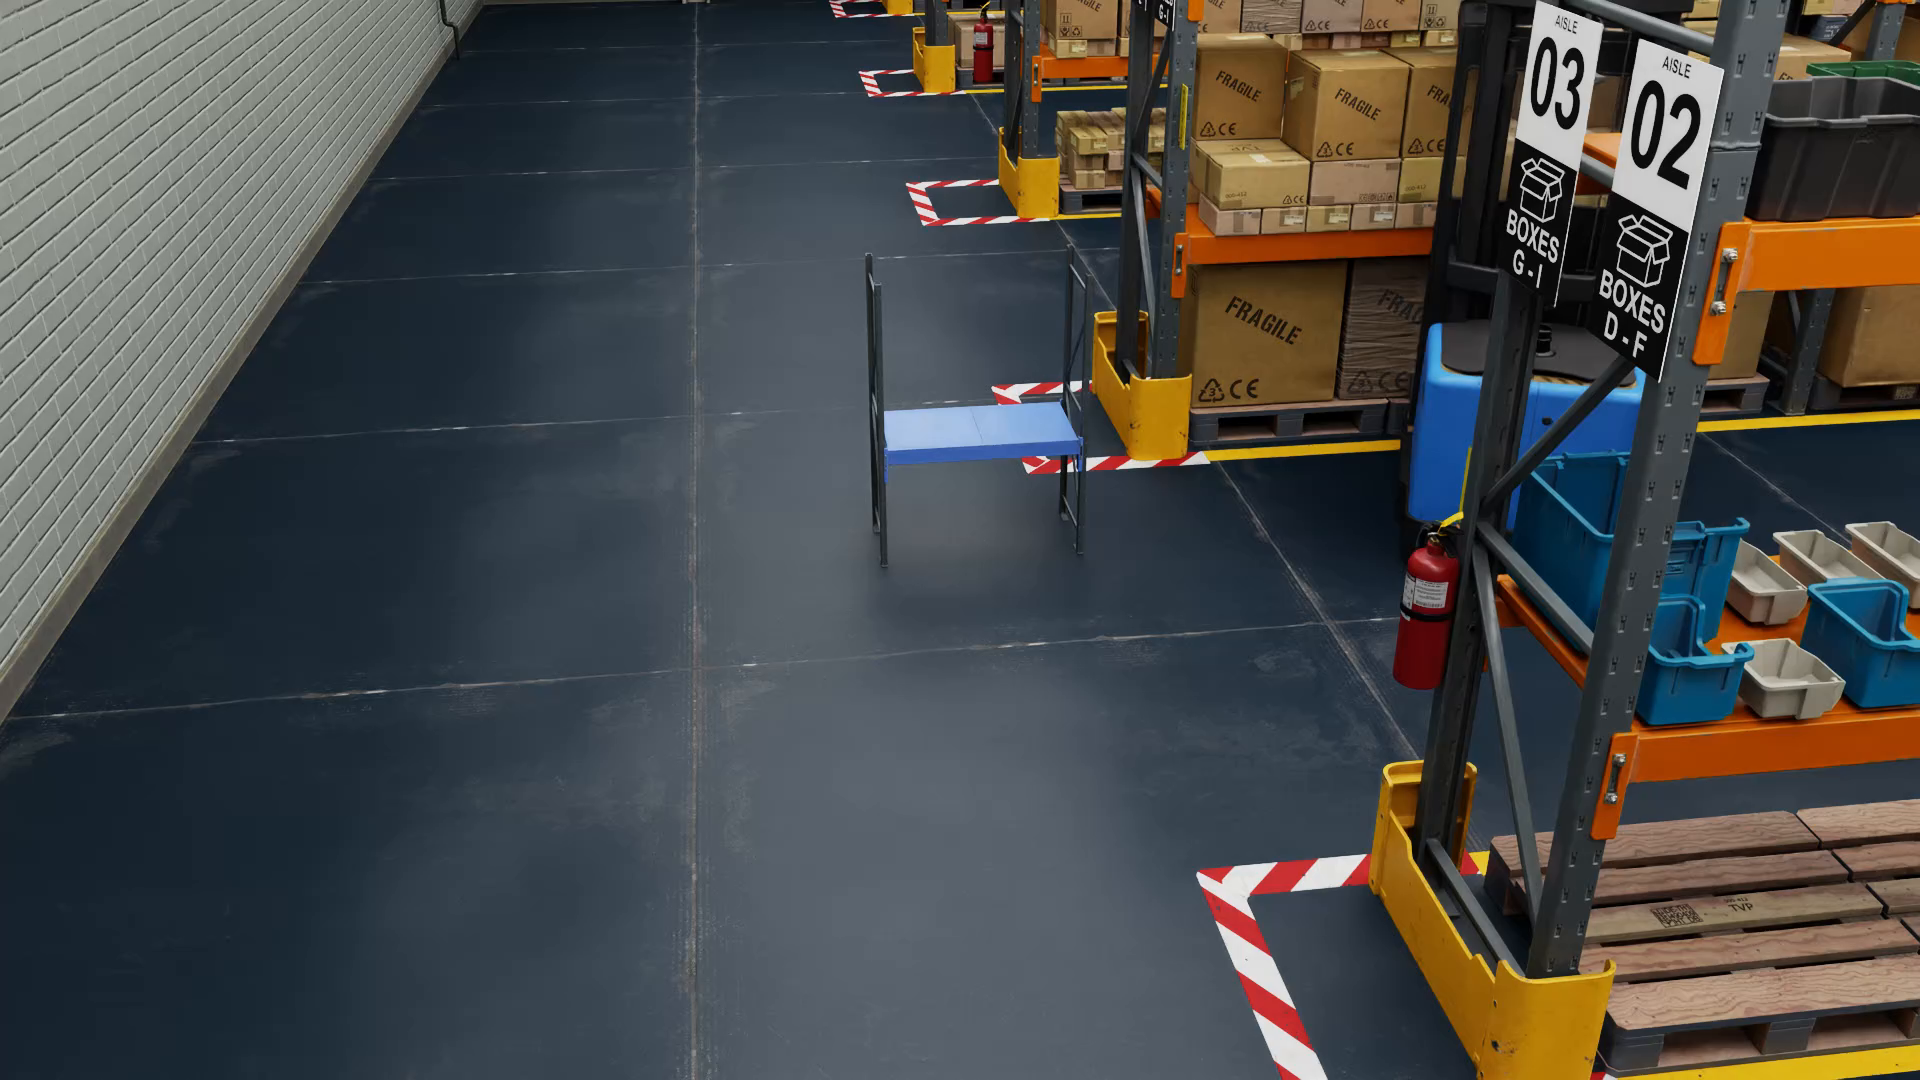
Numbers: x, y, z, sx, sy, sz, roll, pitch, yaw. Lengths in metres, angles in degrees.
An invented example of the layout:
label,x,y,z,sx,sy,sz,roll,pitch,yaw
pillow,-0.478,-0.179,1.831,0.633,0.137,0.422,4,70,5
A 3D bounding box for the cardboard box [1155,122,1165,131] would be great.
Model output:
label,x,y,z,sx,sy,sz,roll,pitch,yaw
cardboard box,1.840,-3.460,14.219,0.250,0.149,0.380,-5,28,-10

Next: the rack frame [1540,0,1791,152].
label,x,y,z,sx,sy,sz,roll,pitch,yaw
rack frame,1.797,-2.495,3.756,0.127,3.000,1.000,-4,27,-7

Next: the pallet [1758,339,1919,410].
label,x,y,z,sx,sy,sz,roll,pitch,yaw
pallet,5.822,-1.162,10.784,1.213,0.211,1.003,-4,27,-7

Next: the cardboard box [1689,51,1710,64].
label,x,y,z,sx,sy,sz,roll,pitch,yaw
cardboard box,4.153,-2.539,9.429,0.500,0.500,0.500,-3,27,-7

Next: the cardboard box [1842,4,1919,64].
label,x,y,z,sx,sy,sz,roll,pitch,yaw
cardboard box,5.699,-2.855,9.820,0.637,0.503,0.797,-4,27,-8

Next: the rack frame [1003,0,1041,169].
label,x,y,z,sx,sy,sz,roll,pitch,yaw
rack frame,0.516,-4.314,13.872,0.127,3.000,1.000,-4,27,-7

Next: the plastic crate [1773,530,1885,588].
label,x,y,z,sx,sy,sz,roll,pitch,yaw
plastic crate,2.868,0.119,5.456,0.243,0.136,0.396,-4,27,-7

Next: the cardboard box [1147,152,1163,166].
label,x,y,z,sx,sy,sz,roll,pitch,yaw
cardboard box,1.580,-3.329,14.290,0.250,0.149,0.380,-3,27,-6

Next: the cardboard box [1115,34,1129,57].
label,x,y,z,sx,sy,sz,roll,pitch,yaw
cardboard box,1.403,-4.102,13.735,0.250,0.149,0.380,-4,27,-9

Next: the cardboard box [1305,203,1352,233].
label,x,y,z,sx,sy,sz,roll,pitch,yaw
cardboard box,2.012,-1.860,9.365,0.250,0.149,0.380,-4,27,-8

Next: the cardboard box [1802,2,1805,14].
label,x,y,z,sx,sy,sz,roll,pitch,yaw
cardboard box,6.999,-4.595,14.235,0.250,0.149,0.380,-5,28,-9

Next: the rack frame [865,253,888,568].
label,x,y,z,sx,sy,sz,roll,pitch,yaw
rack frame,-0.419,-0.640,8.355,0.032,1.500,0.500,-4,27,-7

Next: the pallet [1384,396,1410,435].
label,x,y,z,sx,sy,sz,roll,pitch,yaw
pallet,3.093,-0.987,10.442,1.213,0.211,1.003,-4,27,-7

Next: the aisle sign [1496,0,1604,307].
label,x,y,z,sx,sy,sz,roll,pitch,yaw
aisle sign,1.685,-1.111,4.781,0.004,0.787,0.394,-4,27,-7

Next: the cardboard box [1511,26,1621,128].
label,x,y,z,sx,sy,sz,roll,pitch,yaw
cardboard box,3.555,-2.741,9.823,0.500,0.500,0.500,-5,28,-9

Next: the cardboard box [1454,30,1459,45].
label,x,y,z,sx,sy,sz,roll,pitch,yaw
cardboard box,4.227,-4.333,14.183,0.250,0.149,0.380,-4,27,-8

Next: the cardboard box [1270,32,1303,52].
label,x,y,z,sx,sy,sz,roll,pitch,yaw
cardboard box,2.689,-4.201,13.926,0.250,0.149,0.380,-3,27,-6

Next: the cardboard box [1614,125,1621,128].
label,x,y,z,sx,sy,sz,roll,pitch,yaw
cardboard box,4.073,-2.444,10.067,0.500,0.250,0.500,-4,27,-7

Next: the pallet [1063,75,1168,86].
label,x,y,z,sx,sy,sz,roll,pitch,yaw
pallet,1.713,-5.467,19.173,1.213,0.211,1.003,-4,27,-7

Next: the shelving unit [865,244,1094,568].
label,x,y,z,sx,sy,sz,roll,pitch,yaw
shelving unit,0.084,-0.673,8.418,1.048,1.500,0.538,-4,27,-7

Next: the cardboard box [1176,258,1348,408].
label,x,y,z,sx,sy,sz,roll,pitch,yaw
cardboard box,1.730,-1.384,10.028,0.875,0.875,0.875,-4,27,-7

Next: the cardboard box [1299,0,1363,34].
label,x,y,z,sx,sy,sz,roll,pitch,yaw
cardboard box,3.030,-4.523,13.844,0.500,0.500,0.500,-4,27,-7

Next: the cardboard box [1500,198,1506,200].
label,x,y,z,sx,sy,sz,roll,pitch,yaw
cardboard box,3.028,-1.925,9.492,0.250,0.149,0.380,-4,27,-8

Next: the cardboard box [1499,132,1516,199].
label,x,y,z,sx,sy,sz,roll,pitch,yaw
cardboard box,3.148,-2.141,9.476,0.500,0.250,0.500,-4,27,-8

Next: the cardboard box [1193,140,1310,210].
label,x,y,z,sx,sy,sz,roll,pitch,yaw
cardboard box,1.620,-2.039,9.277,0.500,0.250,0.500,-4,27,-8

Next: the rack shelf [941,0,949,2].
label,x,y,z,sx,sy,sz,roll,pitch,yaw
rack shelf,1.707,-6.352,18.632,4.000,0.370,1.077,-4,27,-7

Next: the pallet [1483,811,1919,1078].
label,x,y,z,sx,sy,sz,roll,pitch,yaw
pallet,2.619,1.380,5.830,1.213,0.211,1.003,-4,27,-7

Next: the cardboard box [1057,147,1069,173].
label,x,y,z,sx,sy,sz,roll,pitch,yaw
cardboard box,1.008,-3.360,14.676,0.250,0.149,0.380,-3,27,-6

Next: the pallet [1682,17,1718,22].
label,x,y,z,sx,sy,sz,roll,pitch,yaw
pallet,6.484,-4.593,14.626,1.213,0.211,1.003,-4,27,-7

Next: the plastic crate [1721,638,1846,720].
label,x,y,z,sx,sy,sz,roll,pitch,yaw
plastic crate,2.417,0.415,4.879,0.298,0.136,0.250,-4,27,-7

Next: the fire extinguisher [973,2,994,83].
label,x,y,z,sx,sy,sz,roll,pitch,yaw
fire extinguisher,0.202,-4.306,14.350,0.183,0.674,0.296,-4,27,-7

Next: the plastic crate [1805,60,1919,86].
label,x,y,z,sx,sy,sz,roll,pitch,yaw
plastic crate,2.734,-1.258,4.863,0.336,0.188,0.450,-4,27,-7

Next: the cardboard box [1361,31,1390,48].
label,x,y,z,sx,sy,sz,roll,pitch,yaw
cardboard box,3.449,-4.292,14.103,0.250,0.149,0.380,-4,27,-9

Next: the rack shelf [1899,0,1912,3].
label,x,y,z,sx,sy,sz,roll,pitch,yaw
rack shelf,7.049,-3.461,9.712,4.000,0.370,1.077,-4,27,-7

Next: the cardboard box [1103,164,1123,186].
label,x,y,z,sx,sy,sz,roll,pitch,yaw
cardboard box,1.327,-3.175,14.314,0.250,0.149,0.380,-4,27,-7

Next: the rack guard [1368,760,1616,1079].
label,x,y,z,sx,sy,sz,roll,pitch,yaw
rack guard,1.775,1.293,5.682,0.348,0.500,1.175,-4,27,-7

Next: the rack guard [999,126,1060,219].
label,x,y,z,sx,sy,sz,roll,pitch,yaw
rack guard,0.591,-3.207,14.452,0.348,0.500,1.175,-4,27,-7

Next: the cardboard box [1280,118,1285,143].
label,x,y,z,sx,sy,sz,roll,pitch,yaw
cardboard box,2.052,-2.314,9.812,0.500,0.250,0.500,-4,27,-8

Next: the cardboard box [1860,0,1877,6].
label,x,y,z,sx,sy,sz,roll,pitch,yaw
cardboard box,7.768,-4.644,14.330,0.250,0.149,0.380,-4,27,-7

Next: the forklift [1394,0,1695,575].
label,x,y,z,sx,sy,sz,roll,pitch,yaw
forklift,3.108,-1.733,8.916,1.130,2.935,3.031,7,28,13

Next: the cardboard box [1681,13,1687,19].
label,x,y,z,sx,sy,sz,roll,pitch,yaw
cardboard box,5.954,-4.527,14.102,0.250,0.149,0.380,-5,28,-9

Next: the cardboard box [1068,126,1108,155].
label,x,y,z,sx,sy,sz,roll,pitch,yaw
cardboard box,1.082,-3.377,14.056,0.250,0.149,0.380,-5,28,-9

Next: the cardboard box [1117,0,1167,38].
label,x,y,z,sx,sy,sz,roll,pitch,yaw
cardboard box,1.526,-4.440,13.682,0.500,0.500,0.500,-4,27,-7

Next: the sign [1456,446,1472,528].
label,x,y,z,sx,sy,sz,roll,pitch,yaw
sign,1.704,-0.146,5.571,0.005,0.325,0.100,-4,27,-7

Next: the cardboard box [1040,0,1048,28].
label,x,y,z,sx,sy,sz,roll,pitch,yaw
cardboard box,0.925,-4.636,14.063,0.500,0.500,0.500,-3,27,-6

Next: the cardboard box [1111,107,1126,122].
label,x,y,z,sx,sy,sz,roll,pitch,yaw
cardboard box,1.501,-3.709,14.704,0.250,0.149,0.380,-4,27,-8
